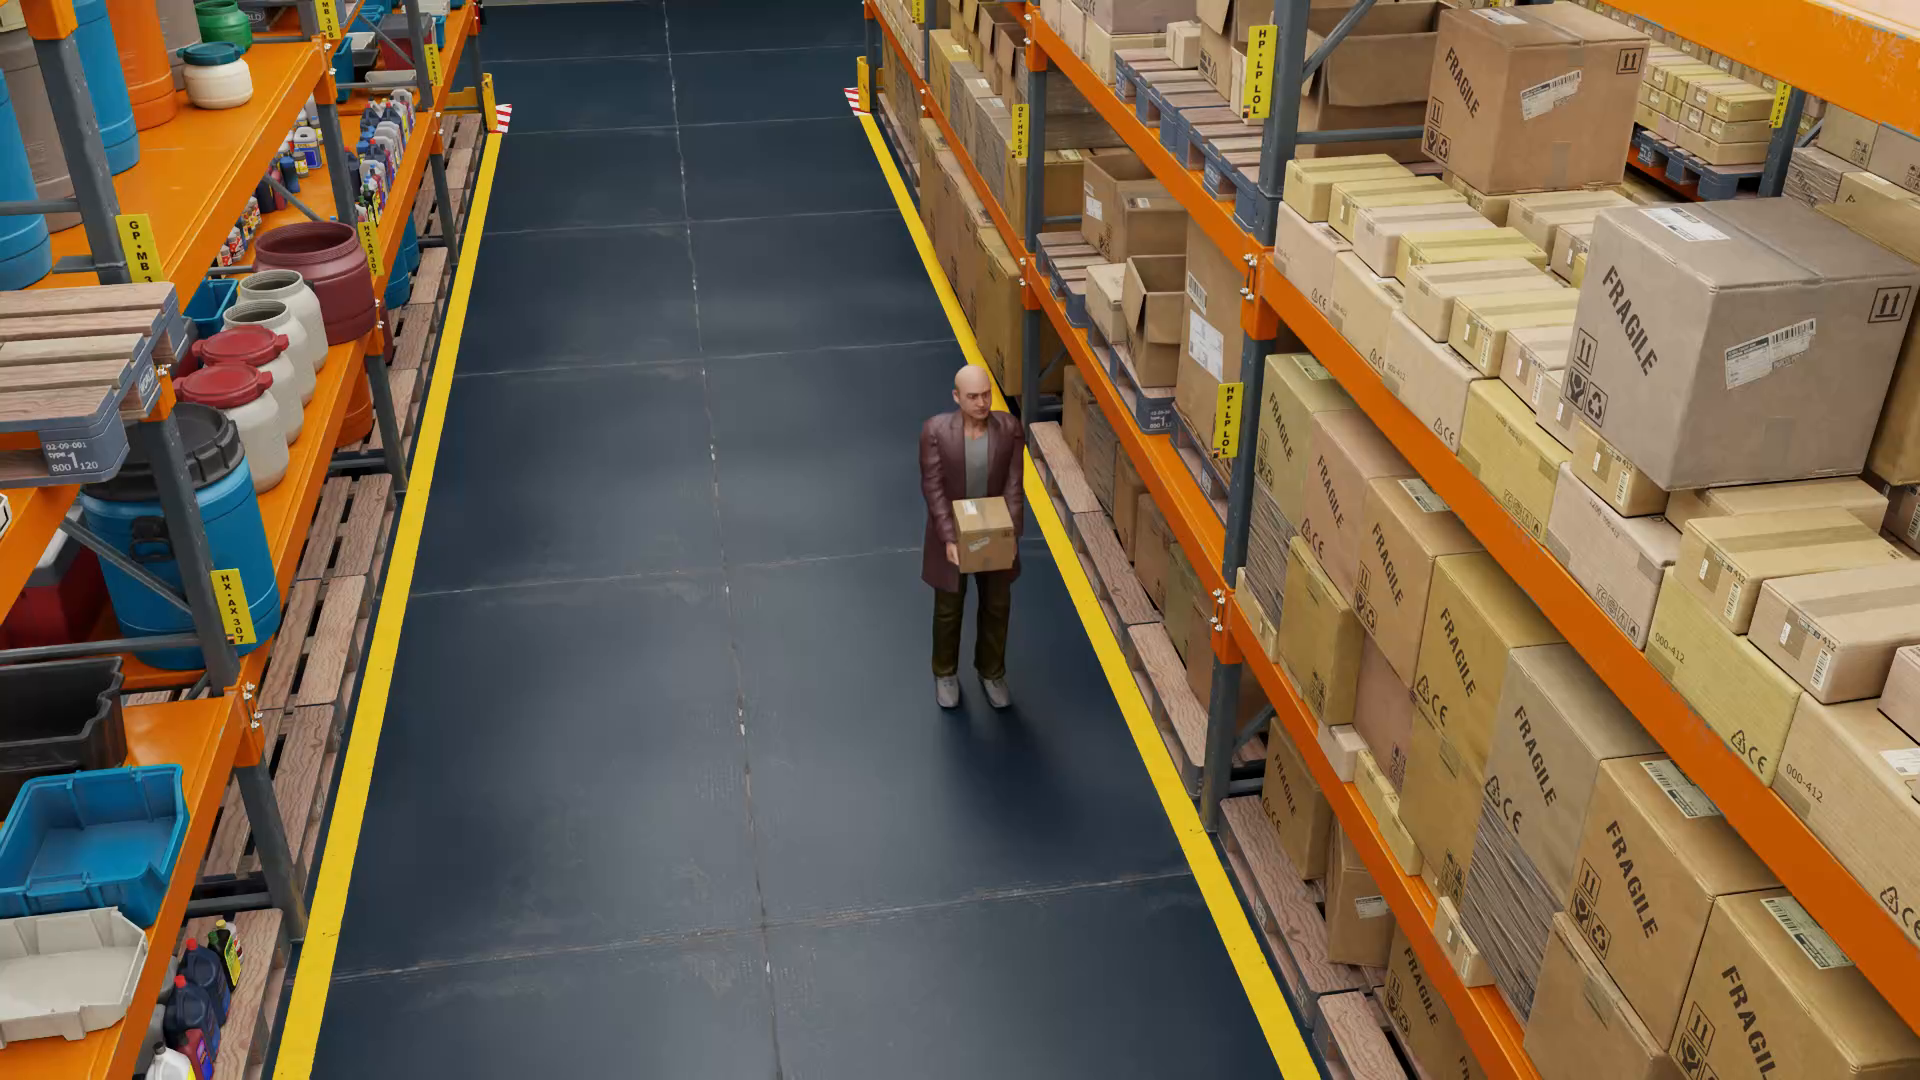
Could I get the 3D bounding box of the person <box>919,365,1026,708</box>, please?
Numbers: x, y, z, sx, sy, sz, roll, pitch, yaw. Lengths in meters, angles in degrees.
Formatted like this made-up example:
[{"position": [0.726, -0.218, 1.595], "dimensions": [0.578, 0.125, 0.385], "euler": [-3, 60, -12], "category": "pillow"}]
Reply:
[{"position": [0.079, 0.031, 8.107], "dimensions": [0.526, 1.778, 0.543], "euler": [-5, 31, -9], "category": "person"}]
